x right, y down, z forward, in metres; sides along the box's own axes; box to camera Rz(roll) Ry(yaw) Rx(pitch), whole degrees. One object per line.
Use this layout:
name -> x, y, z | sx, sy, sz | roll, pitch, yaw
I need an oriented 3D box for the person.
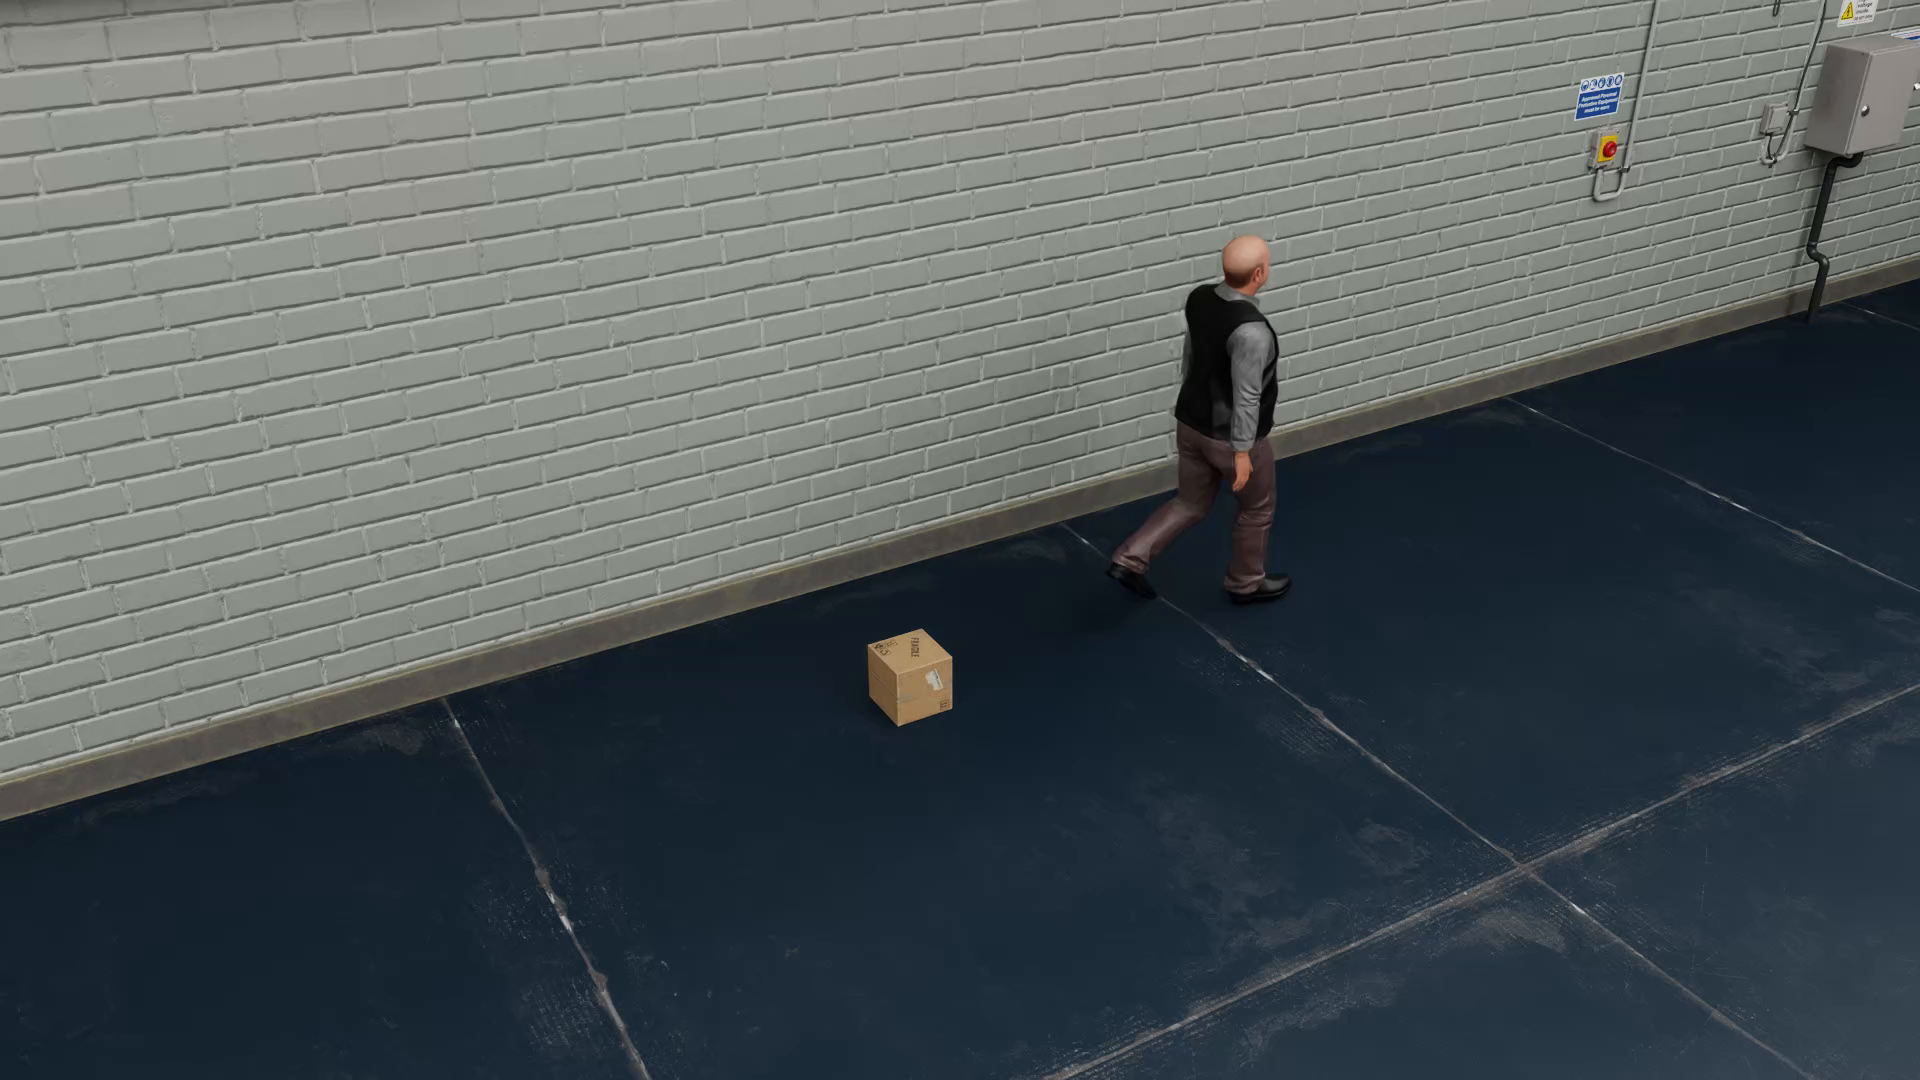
person -> 1.049, -0.457, 6.976 | 0.890, 1.694, 0.550 | -14, 32, -24
